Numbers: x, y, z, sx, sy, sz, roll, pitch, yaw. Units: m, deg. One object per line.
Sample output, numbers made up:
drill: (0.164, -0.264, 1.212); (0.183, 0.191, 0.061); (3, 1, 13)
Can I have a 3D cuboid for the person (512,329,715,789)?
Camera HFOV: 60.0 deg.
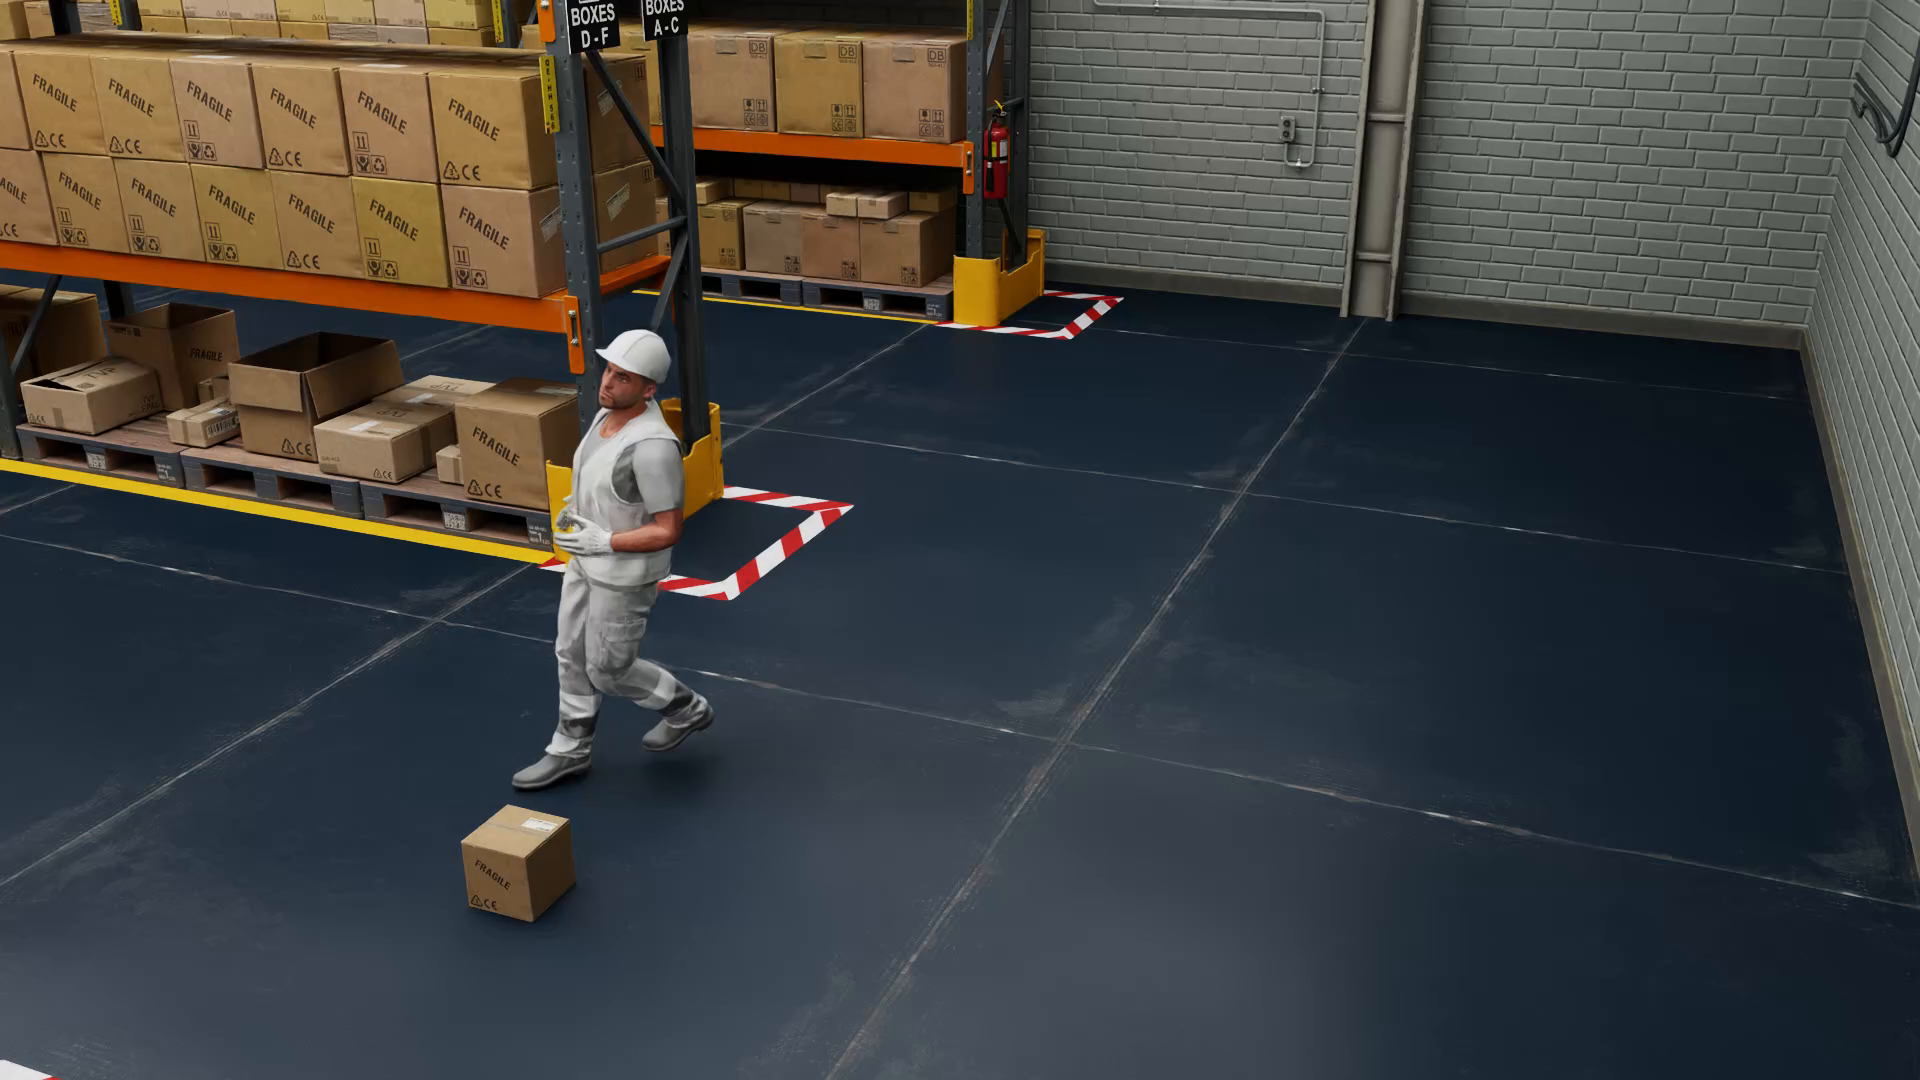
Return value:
person: (-1.201, 0.116, 5.795); (0.757, 1.754, 0.679); (-13, 25, -28)
